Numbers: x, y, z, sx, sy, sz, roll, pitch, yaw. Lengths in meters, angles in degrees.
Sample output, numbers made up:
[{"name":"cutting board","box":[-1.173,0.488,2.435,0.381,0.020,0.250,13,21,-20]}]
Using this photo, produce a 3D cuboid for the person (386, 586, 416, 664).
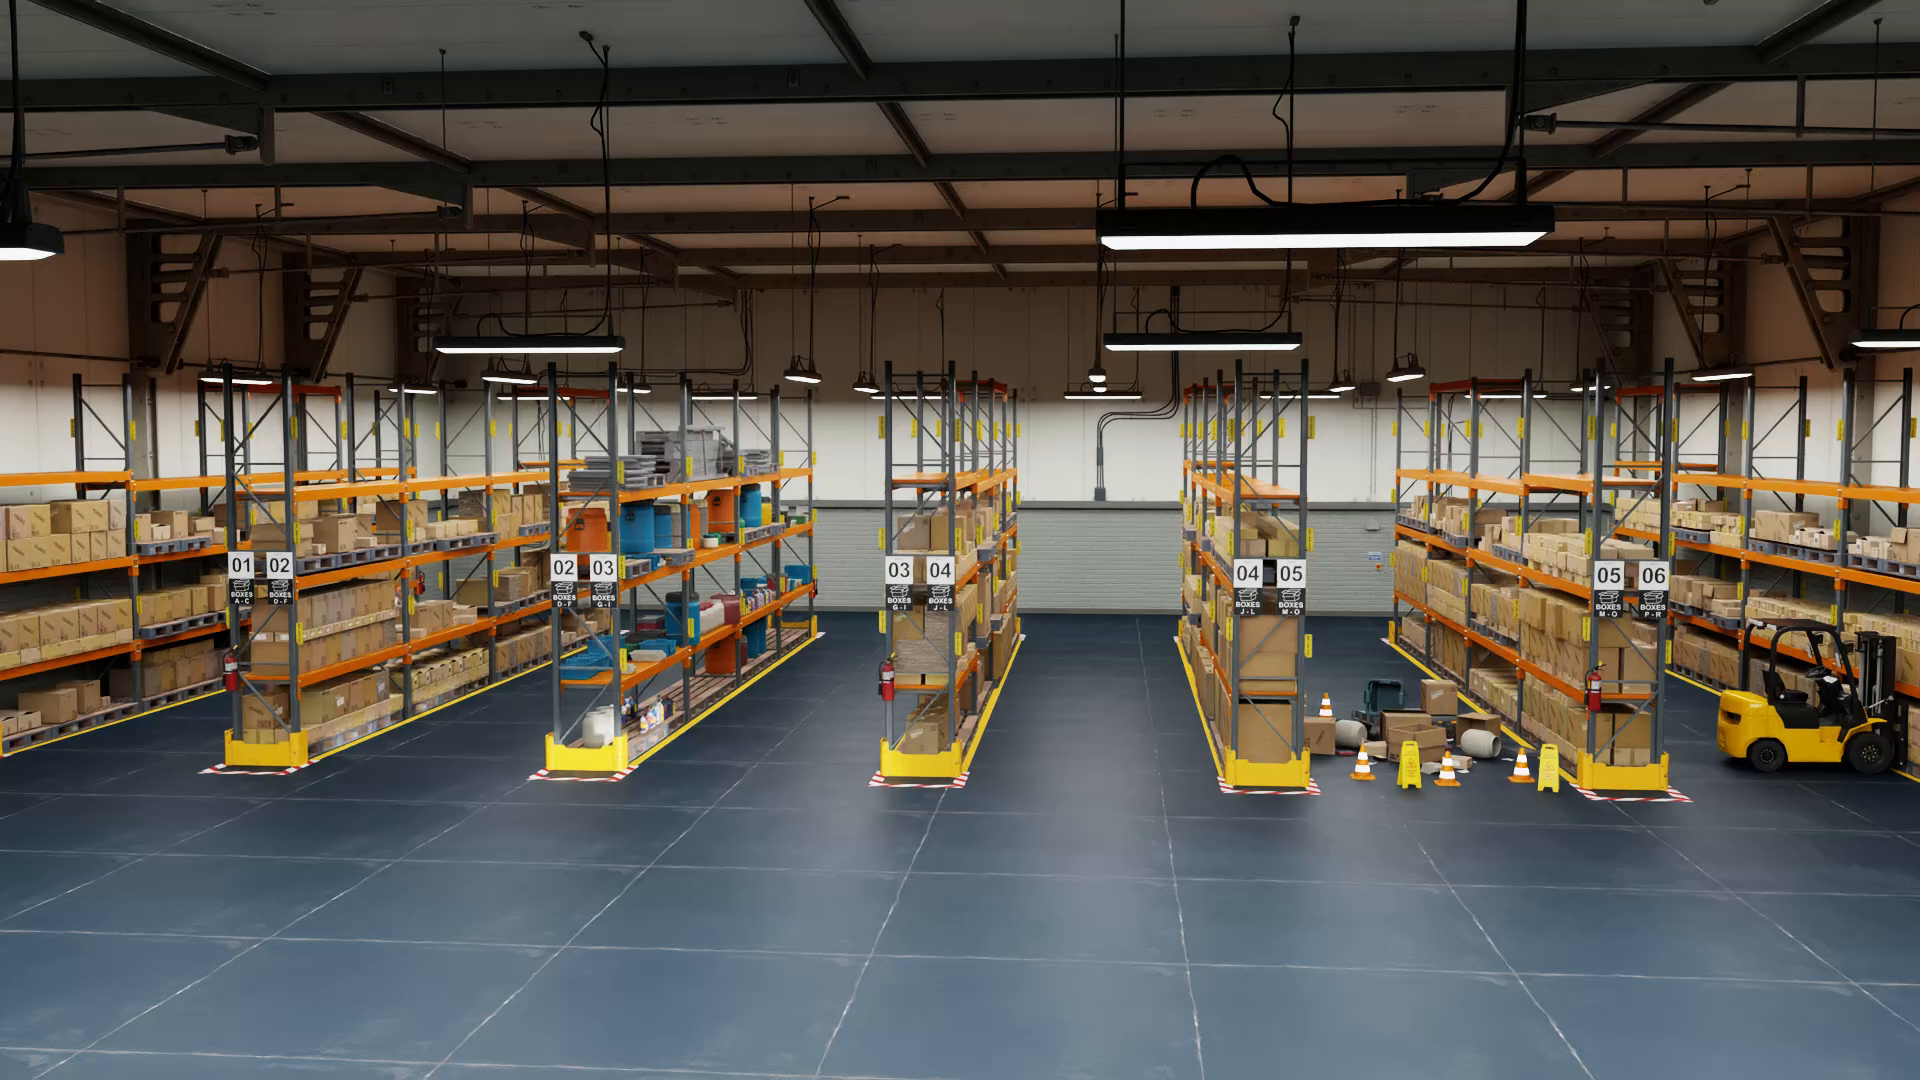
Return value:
[{"name":"person","box":[-11.714,1.827,34.748,0.675,1.717,1.114,0,4,0]}]

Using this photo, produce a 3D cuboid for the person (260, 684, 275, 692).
[{"name":"person","box":[-12.325,2.225,29.591,0.407,1.624,1.019,0,4,-5]}]

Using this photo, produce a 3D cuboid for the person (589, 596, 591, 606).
[{"name":"person","box":[-9.660,1.267,43.988,0.474,1.650,0.497,-3,5,-35]}]
